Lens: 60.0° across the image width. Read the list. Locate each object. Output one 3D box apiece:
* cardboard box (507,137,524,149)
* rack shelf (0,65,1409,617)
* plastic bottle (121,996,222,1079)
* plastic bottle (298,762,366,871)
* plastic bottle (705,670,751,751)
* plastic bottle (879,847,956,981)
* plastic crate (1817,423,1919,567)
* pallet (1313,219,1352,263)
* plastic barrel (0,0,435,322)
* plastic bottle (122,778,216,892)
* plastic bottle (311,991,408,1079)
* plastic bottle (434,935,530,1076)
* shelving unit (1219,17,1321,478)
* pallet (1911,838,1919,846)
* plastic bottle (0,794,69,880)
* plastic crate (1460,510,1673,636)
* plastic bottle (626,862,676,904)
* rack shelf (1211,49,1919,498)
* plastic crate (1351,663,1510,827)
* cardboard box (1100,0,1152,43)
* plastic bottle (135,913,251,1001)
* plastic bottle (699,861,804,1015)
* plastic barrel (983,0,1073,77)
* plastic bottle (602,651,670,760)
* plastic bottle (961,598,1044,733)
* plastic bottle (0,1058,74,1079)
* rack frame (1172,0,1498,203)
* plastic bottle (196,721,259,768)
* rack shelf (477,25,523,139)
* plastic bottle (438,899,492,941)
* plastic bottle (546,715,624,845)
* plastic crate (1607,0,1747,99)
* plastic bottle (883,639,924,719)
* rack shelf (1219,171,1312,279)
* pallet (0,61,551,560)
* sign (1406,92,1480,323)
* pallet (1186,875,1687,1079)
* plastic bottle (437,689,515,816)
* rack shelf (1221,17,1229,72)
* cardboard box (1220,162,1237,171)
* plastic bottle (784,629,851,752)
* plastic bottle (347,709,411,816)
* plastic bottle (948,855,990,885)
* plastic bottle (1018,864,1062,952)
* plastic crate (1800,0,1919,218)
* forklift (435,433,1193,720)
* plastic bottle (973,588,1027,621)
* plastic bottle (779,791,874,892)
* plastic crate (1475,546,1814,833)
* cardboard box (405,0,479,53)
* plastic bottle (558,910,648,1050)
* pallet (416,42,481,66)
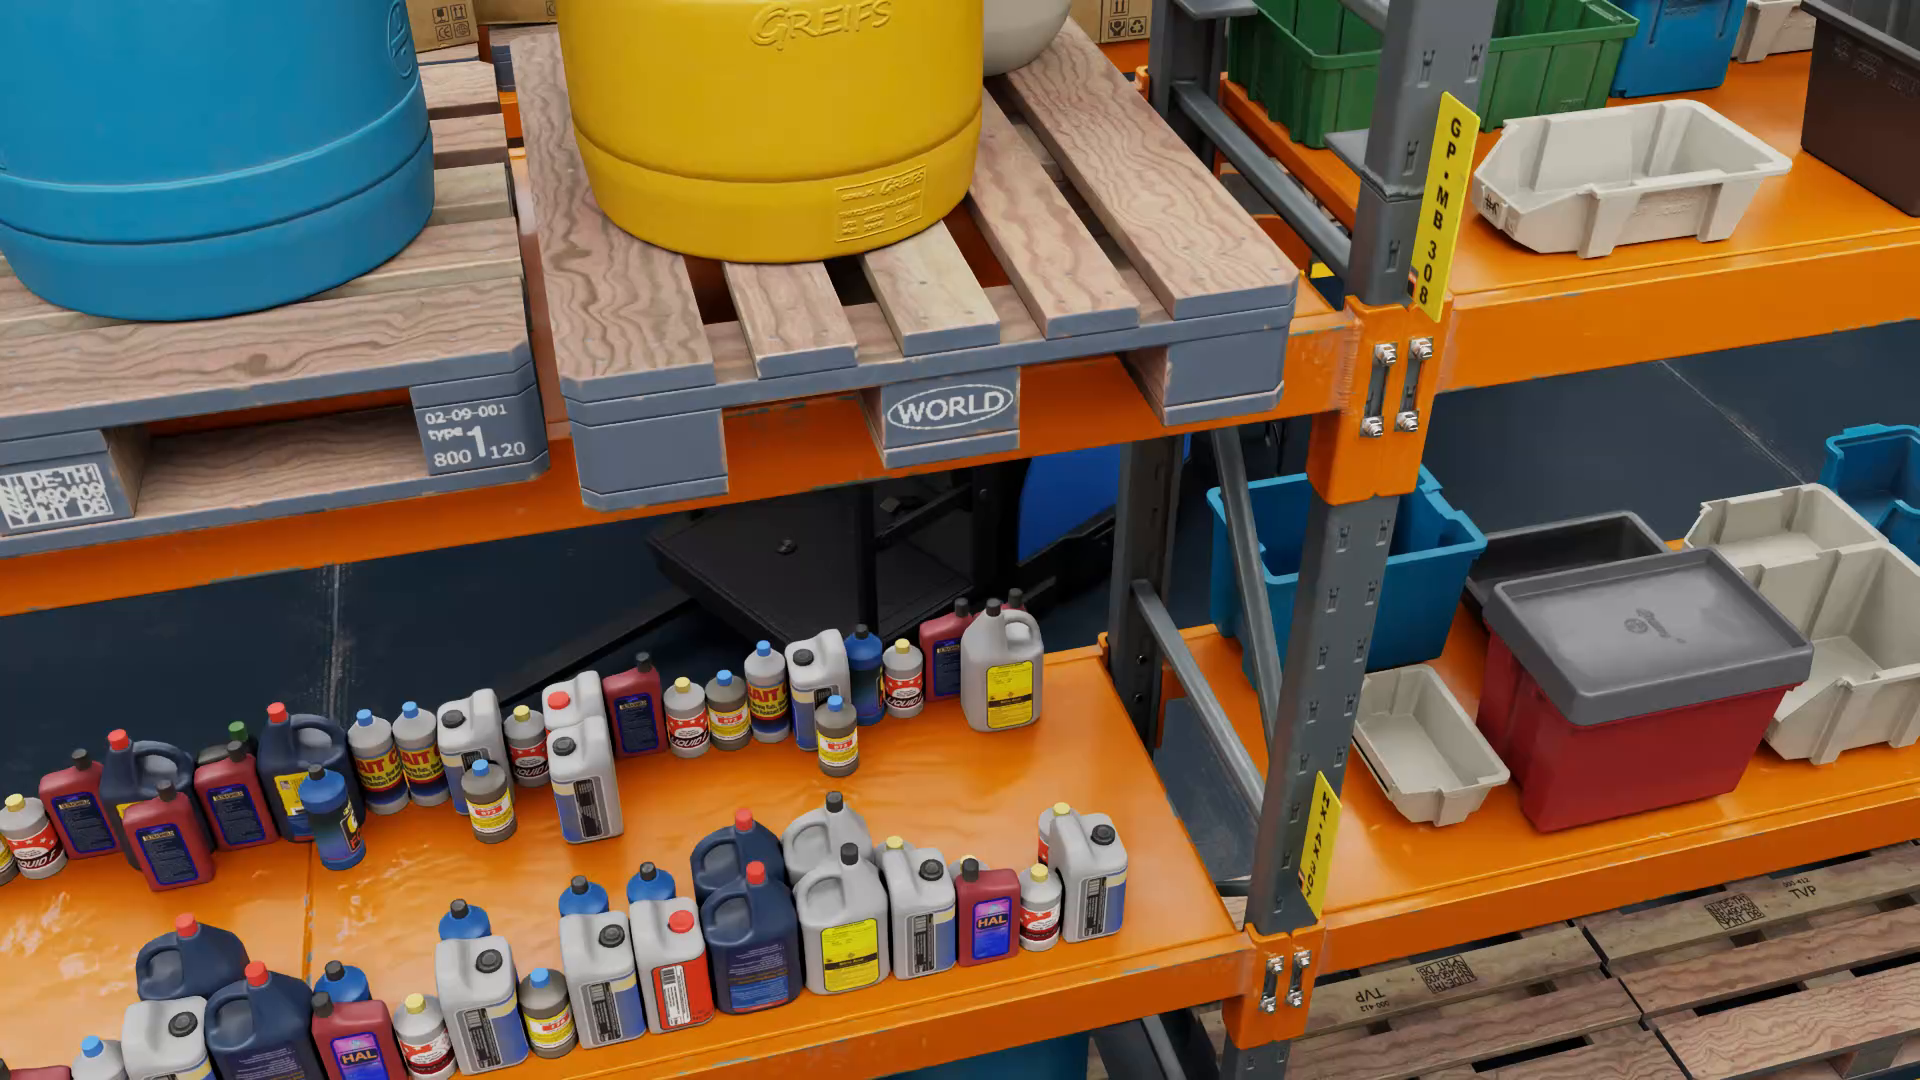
[{"bbox_3d":[-2.220,-1.905,7.849,0.500,0.250,0.500,-9,38,-12],"label":"cardboard box"},{"bbox_3d":[-1.367,-0.200,2.666,4.000,0.370,1.077,-9,38,-12],"label":"rack shelf"},{"bbox_3d":[-1.457,0.973,3.111,0.135,0.276,0.152,-9,38,-12],"label":"plastic bottle"},{"bbox_3d":[-1.370,0.591,3.615,0.097,0.271,0.097,0,37,0],"label":"plastic bottle"},{"bbox_3d":[-0.549,0.393,3.931,0.097,0.201,0.097,0,37,0],"label":"plastic bottle"},{"bbox_3d":[-0.086,0.748,3.405,0.135,0.276,0.152,-9,38,-12],"label":"plastic bottle"},{"bbox_3d":[2.540,-0.100,4.500,0.300,0.233,0.416,-9,38,-12],"label":"plastic crate"},{"bbox_3d":[2.294,-1.904,9.066,1.213,0.211,1.003,-9,38,-12],"label":"pallet"},{"bbox_3d":[-1.044,-0.808,2.111,0.708,0.901,0.600,-9,38,-12],"label":"plastic barrel"},{"bbox_3d":[-1.700,0.629,3.555,0.133,0.283,0.061,-9,38,-12],"label":"plastic bottle"},{"bbox_3d":[-1.138,0.946,3.140,0.133,0.283,0.061,-9,38,-12],"label":"plastic bottle"},{"bbox_3d":[-0.926,0.886,3.225,0.135,0.276,0.152,-9,38,-12],"label":"plastic bottle"},{"bbox_3d":[1.107,-1.174,6.557,0.503,2.100,0.431,0,37,0],"label":"shelving unit"},{"bbox_3d":[3.619,0.971,5.307,1.213,0.211,1.003,-9,38,-12],"label":"pallet"},{"bbox_3d":[-2.022,0.635,3.615,0.097,0.201,0.097,0,37,0],"label":"plastic bottle"},{"bbox_3d":[1.574,0.139,4.276,0.590,0.125,0.437,-9,38,-12],"label":"plastic crate"},{"bbox_3d":[-0.623,0.760,3.394,0.097,0.271,0.097,0,37,0],"label":"plastic bottle"},{"bbox_3d":[2.494,-0.834,3.494,4.000,0.370,1.077,-9,38,-12],"label":"rack shelf"},{"bbox_3d":[1.050,0.480,3.822,0.243,0.136,0.396,-9,38,-12],"label":"plastic crate"},{"bbox_3d":[0.816,-2.639,7.648,0.500,0.500,0.500,-10,38,-12],"label":"cardboard box"},{"bbox_3d":[-1.472,0.853,3.207,0.185,0.351,0.144,-9,38,-12],"label":"plastic bottle"},{"bbox_3d":[-0.417,0.775,3.308,0.185,0.351,0.144,-9,38,-12],"label":"plastic bottle"},{"bbox_3d":[-0.010,-1.087,2.776,0.433,0.535,0.433,0,37,0],"label":"plastic barrel"},{"bbox_3d":[-0.759,0.384,3.876,0.133,0.283,0.061,-9,38,-12],"label":"plastic bottle"},{"bbox_3d":[0.100,0.280,3.955,0.185,0.351,0.144,-9,38,-12],"label":"plastic bottle"},{"bbox_3d":[-1.669,1.034,3.026,0.133,0.283,0.061,-9,38,-12],"label":"plastic bottle"},{"bbox_3d":[0.563,-1.994,1.950,0.127,3.000,1.000,-9,38,-12],"label":"rack frame"},{"bbox_3d":[-1.608,0.523,3.693,0.133,0.283,0.061,-9,38,-12],"label":"plastic bottle"},{"bbox_3d":[-2.655,-1.915,7.376,4.000,0.370,1.077,-9,38,-12],"label":"rack shelf"},{"bbox_3d":[-0.977,0.818,3.318,0.097,0.271,0.097,0,37,0],"label":"plastic bottle"},{"bbox_3d":[-0.837,0.524,3.698,0.135,0.276,0.152,-9,38,-12],"label":"plastic bottle"},{"bbox_3d":[1.359,-1.068,3.346,0.300,0.233,0.416,-9,38,-12],"label":"plastic crate"},{"bbox_3d":[-0.137,0.326,4.019,0.097,0.201,0.097,0,37,0],"label":"plastic bottle"},{"bbox_3d":[1.107,-1.164,6.565,0.480,0.518,0.431,0,37,0],"label":"rack shelf"},{"bbox_3d":[-1.262,-0.365,2.444,1.213,0.211,1.003,-9,38,-12],"label":"pallet"},{"bbox_3d":[0.705,-0.483,2.437,0.005,0.325,0.100,-9,38,-12],"label":"sign"},{"bbox_3d":[1.263,1.357,4.802,1.213,0.211,1.003,-9,38,-12],"label":"pallet"},{"bbox_3d":[-1.101,0.471,3.767,0.135,0.276,0.152,-9,38,-12],"label":"plastic bottle"},{"bbox_3d":[1.107,-1.719,6.140,0.480,0.518,0.431,0,37,0],"label":"rack shelf"},{"bbox_3d":[1.088,-2.001,8.590,0.637,0.503,0.797,-9,38,-12],"label":"cardboard box"},{"bbox_3d":[-0.336,0.346,3.931,0.135,0.276,0.152,-9,38,-12],"label":"plastic bottle"},{"bbox_3d":[-1.314,0.491,3.745,0.097,0.271,0.097,0,37,0],"label":"plastic bottle"},{"bbox_3d":[0.018,0.740,3.478,0.097,0.201,0.097,0,37,0],"label":"plastic bottle"},{"bbox_3d":[0.162,0.754,3.459,0.097,0.201,0.097,0,37,0],"label":"plastic bottle"},{"bbox_3d":[1.834,-0.787,2.948,0.590,0.269,0.497,-9,38,-12],"label":"plastic crate"},{"bbox_3d":[-0.467,-0.863,5.465,3.031,2.935,1.130,-31,47,-34],"label":"forklift"},{"bbox_3d":[0.098,0.243,4.059,0.133,0.283,0.061,-9,38,-12],"label":"plastic bottle"},{"bbox_3d":[-0.276,0.661,3.457,0.185,0.351,0.144,-9,38,-12],"label":"plastic bottle"},{"bbox_3d":[1.491,0.345,3.728,0.583,0.464,0.402,-9,38,-12],"label":"plastic crate"},{"bbox_3d":[-2.414,-2.408,7.001,0.500,0.500,0.700,-19,41,-23],"label":"cardboard box"},{"bbox_3d":[-0.702,0.849,3.273,0.135,0.276,0.152,-9,38,-12],"label":"plastic bottle"},{"bbox_3d":[-2.710,-2.118,7.208,1.213,0.211,1.003,-9,38,-12],"label":"pallet"}]
